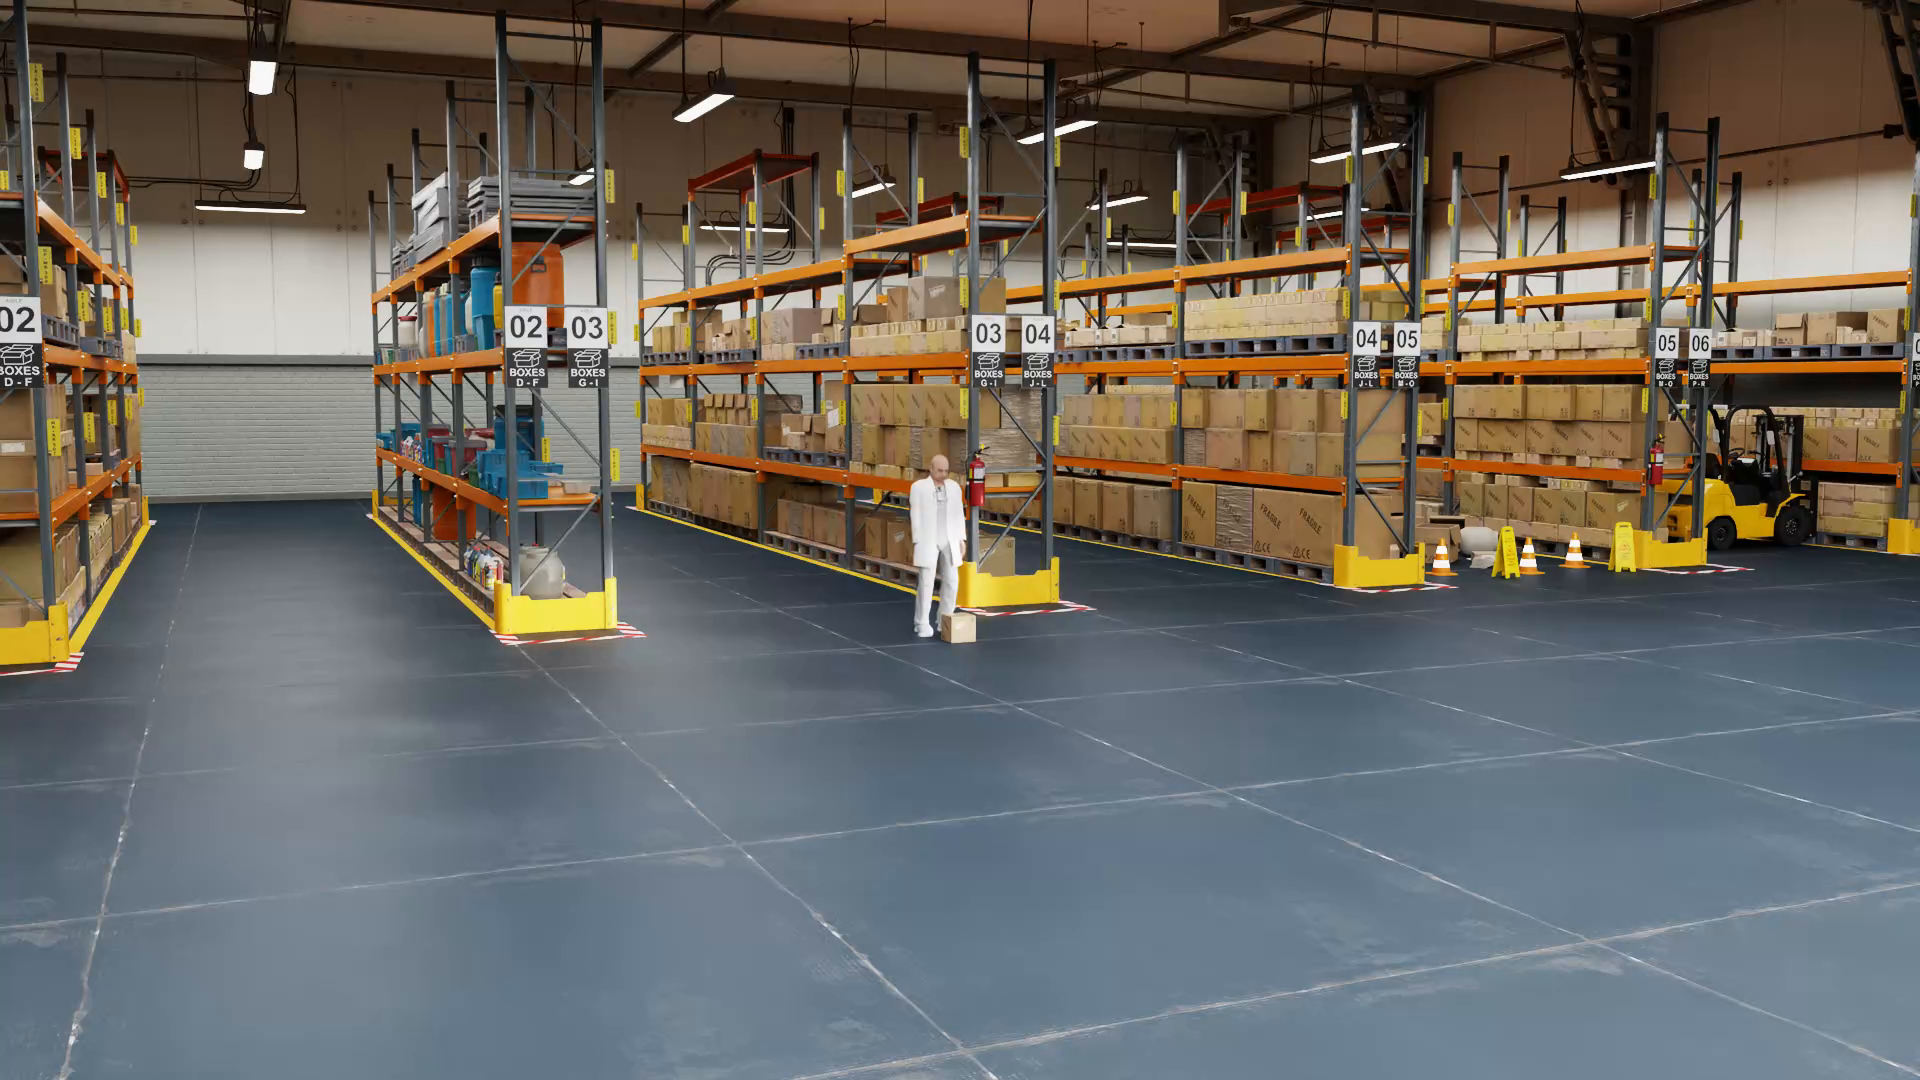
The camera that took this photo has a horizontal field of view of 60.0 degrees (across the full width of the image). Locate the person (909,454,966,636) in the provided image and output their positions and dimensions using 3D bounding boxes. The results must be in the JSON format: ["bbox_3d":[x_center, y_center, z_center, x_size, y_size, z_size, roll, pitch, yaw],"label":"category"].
[{"bbox_3d":[-0.204,0.045,16.306,0.565,1.769,0.381,-2,6,-23],"label":"person"}]
